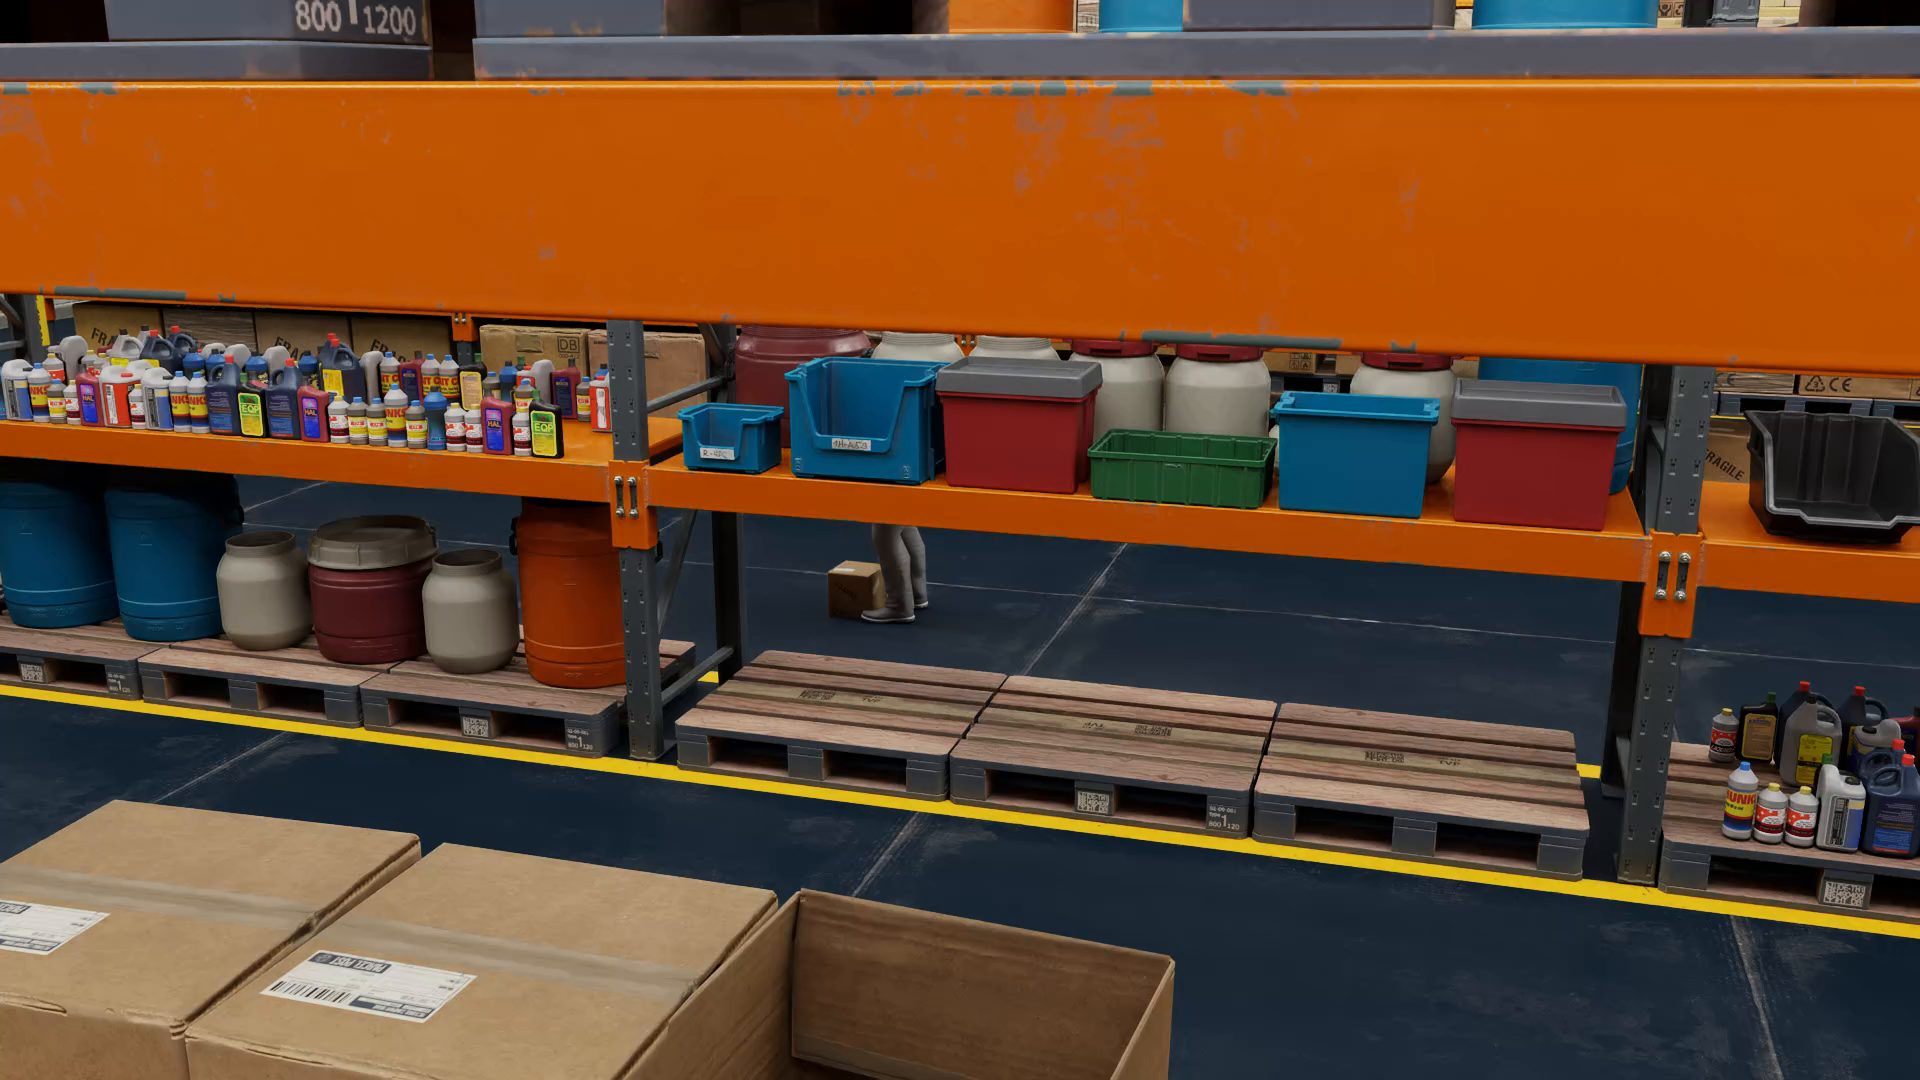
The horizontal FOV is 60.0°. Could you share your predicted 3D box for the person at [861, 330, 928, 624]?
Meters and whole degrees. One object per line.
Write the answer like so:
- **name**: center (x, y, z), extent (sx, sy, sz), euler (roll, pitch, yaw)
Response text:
- **person**: center (-0.335, -0.387, 8.947), extent (0.398, 1.660, 0.531), euler (3, 16, 13)
